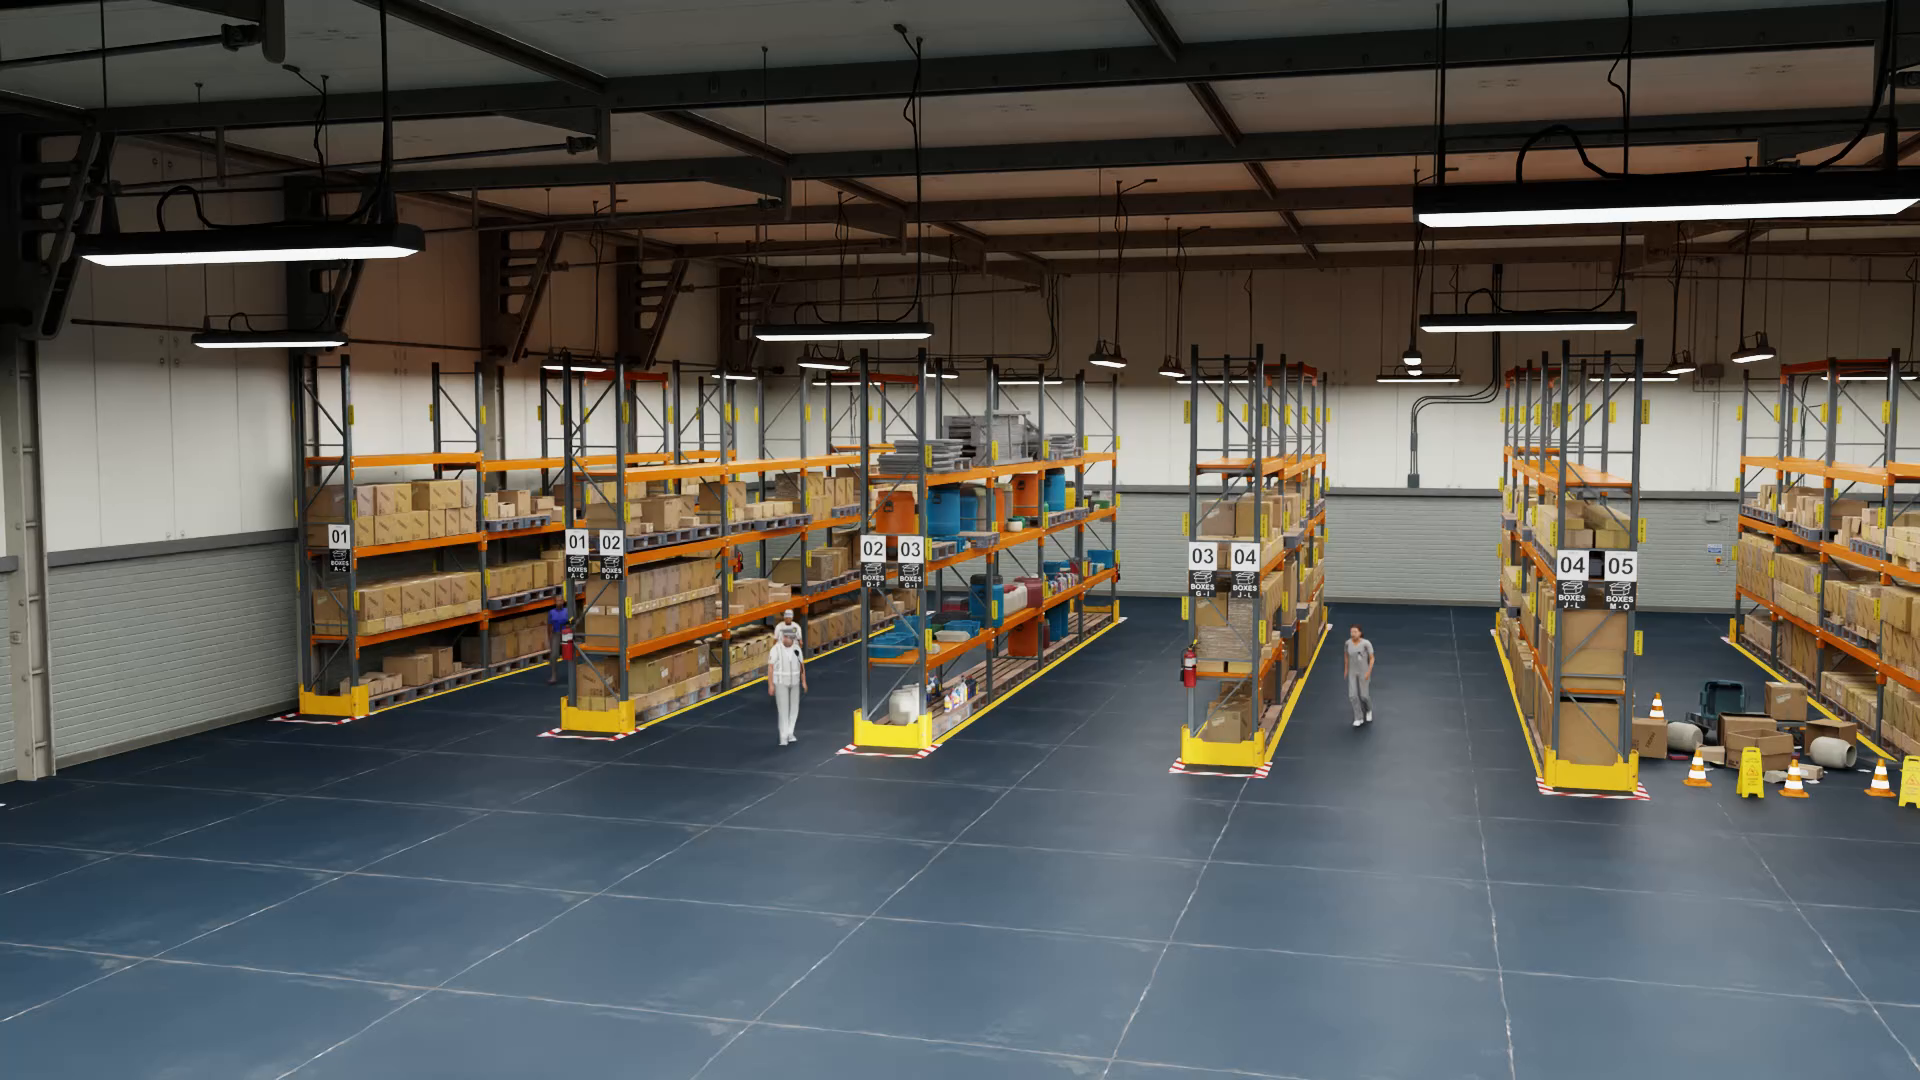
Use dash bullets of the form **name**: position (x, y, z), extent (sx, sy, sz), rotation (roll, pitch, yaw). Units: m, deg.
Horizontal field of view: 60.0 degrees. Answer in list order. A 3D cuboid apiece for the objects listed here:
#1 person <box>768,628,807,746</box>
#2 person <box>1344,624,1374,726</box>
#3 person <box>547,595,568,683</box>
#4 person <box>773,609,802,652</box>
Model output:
- **person**: position (-2.619, 2.269, 25.423), extent (0.564, 1.844, 0.489), rotation (-3, 5, -31)
- **person**: position (6.505, 2.163, 26.991), extent (0.503, 1.652, 0.600), rotation (3, 5, 32)
- **person**: position (-7.489, 1.833, 31.270), extent (0.554, 1.602, 0.966), rotation (0, 4, 1)
- **person**: position (-3.001, 2.003, 28.983), extent (0.521, 1.604, 1.013), rotation (-1, 5, -18)
